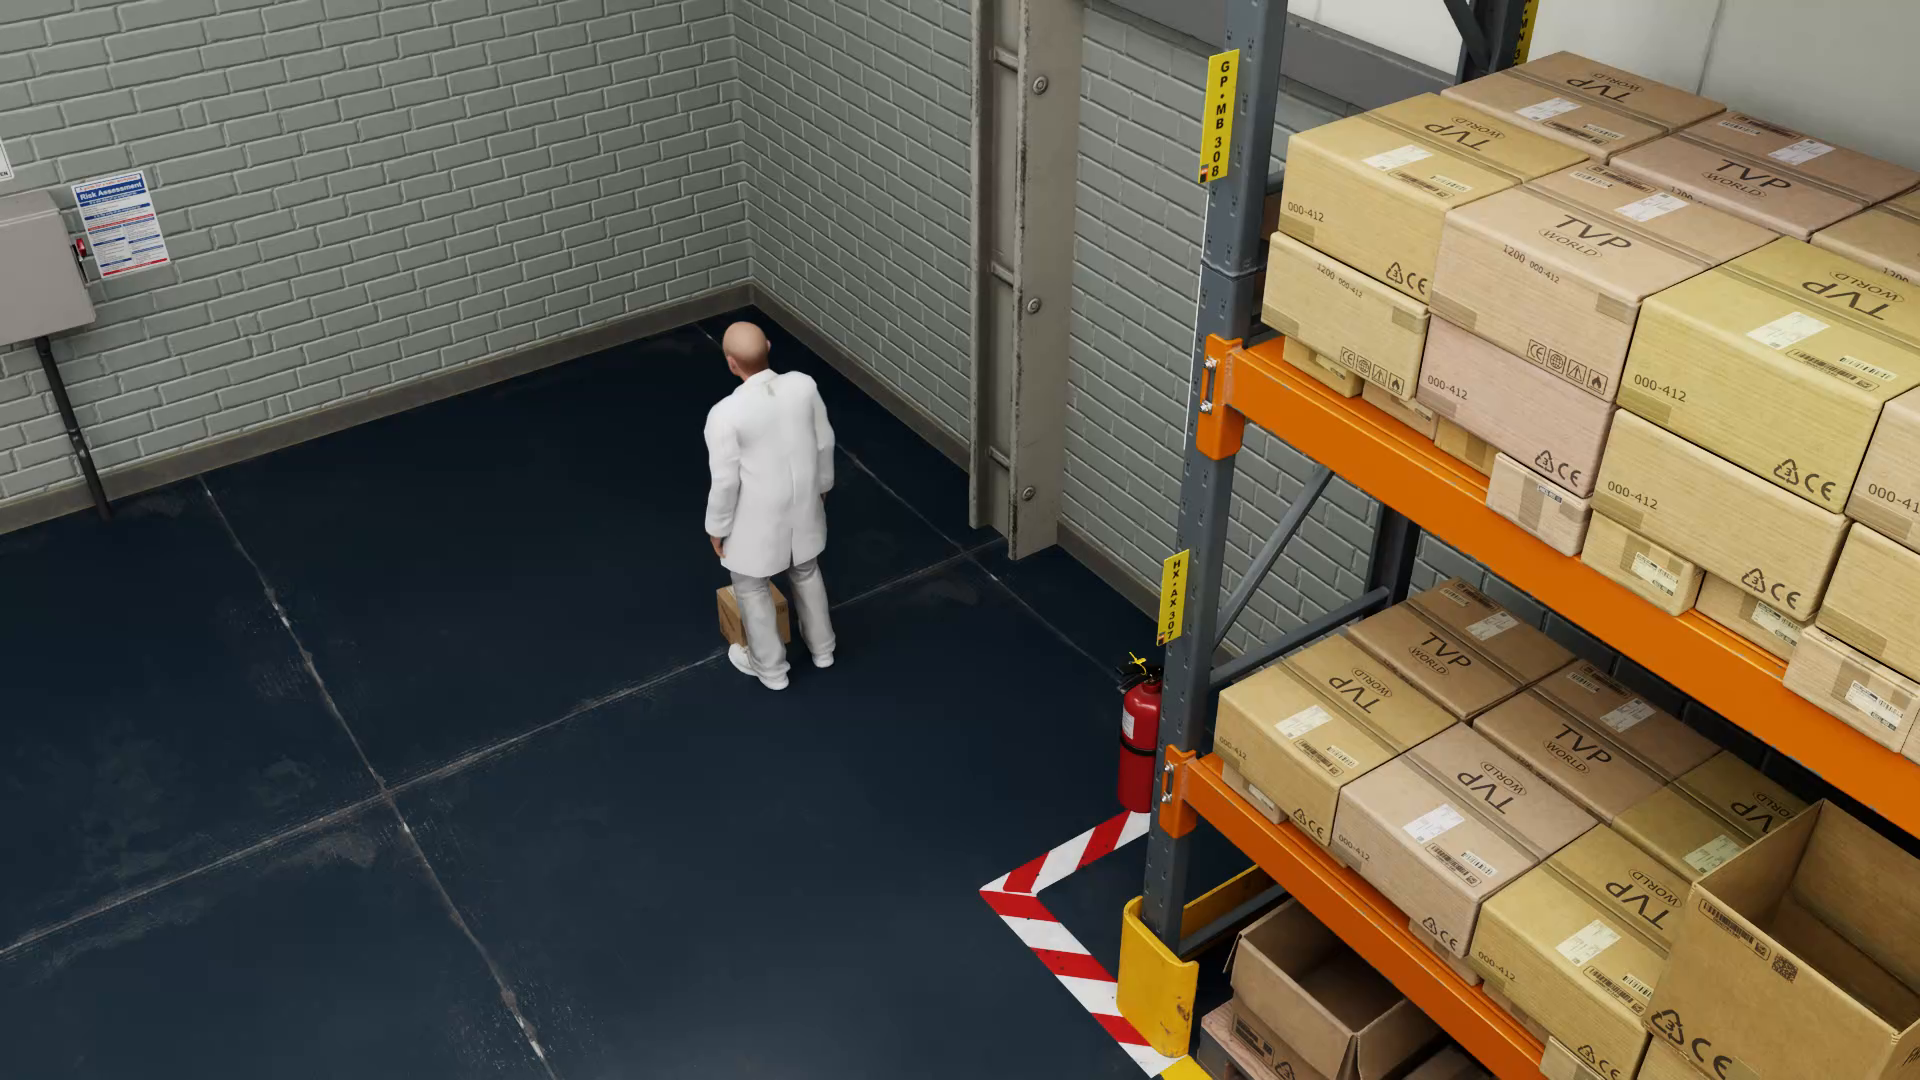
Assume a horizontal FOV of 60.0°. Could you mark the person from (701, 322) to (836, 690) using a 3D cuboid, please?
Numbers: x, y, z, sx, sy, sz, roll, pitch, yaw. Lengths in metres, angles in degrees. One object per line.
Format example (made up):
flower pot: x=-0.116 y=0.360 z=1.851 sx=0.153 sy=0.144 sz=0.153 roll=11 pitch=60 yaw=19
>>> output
person: x=-0.833 y=-0.136 z=7.206 sx=0.651 sy=1.773 sz=0.428 roll=-25 pitch=43 yaw=-30
